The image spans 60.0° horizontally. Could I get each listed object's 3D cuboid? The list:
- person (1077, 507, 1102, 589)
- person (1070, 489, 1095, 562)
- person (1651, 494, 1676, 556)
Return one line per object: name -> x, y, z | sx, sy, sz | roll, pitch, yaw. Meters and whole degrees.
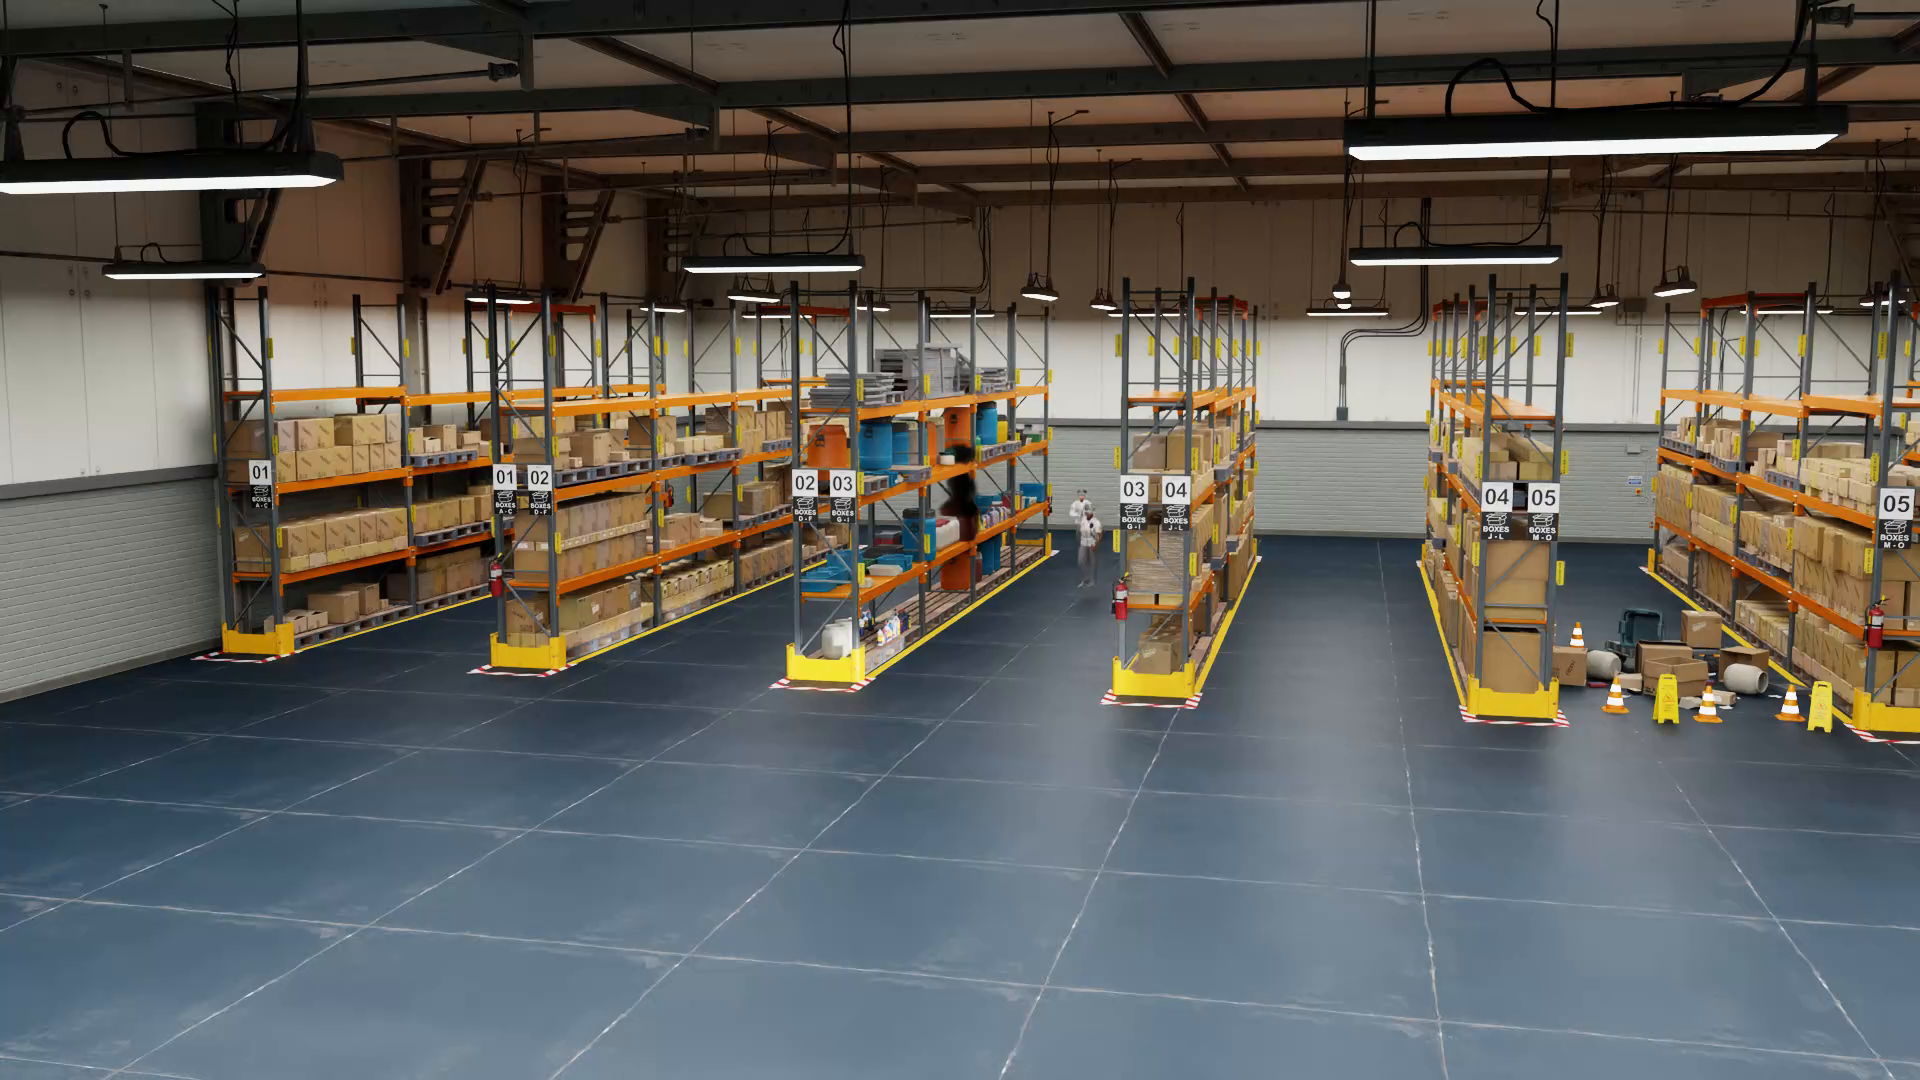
person -> 2.583, 0.147, 32.872 | 0.559, 1.654, 0.727 | 3, 7, 25
person -> 2.885, -0.340, 39.267 | 0.578, 1.736, 0.807 | 1, 7, 9
person -> 16.260, -0.221, 38.260 | 0.774, 1.710, 0.660 | 1, 7, 11
